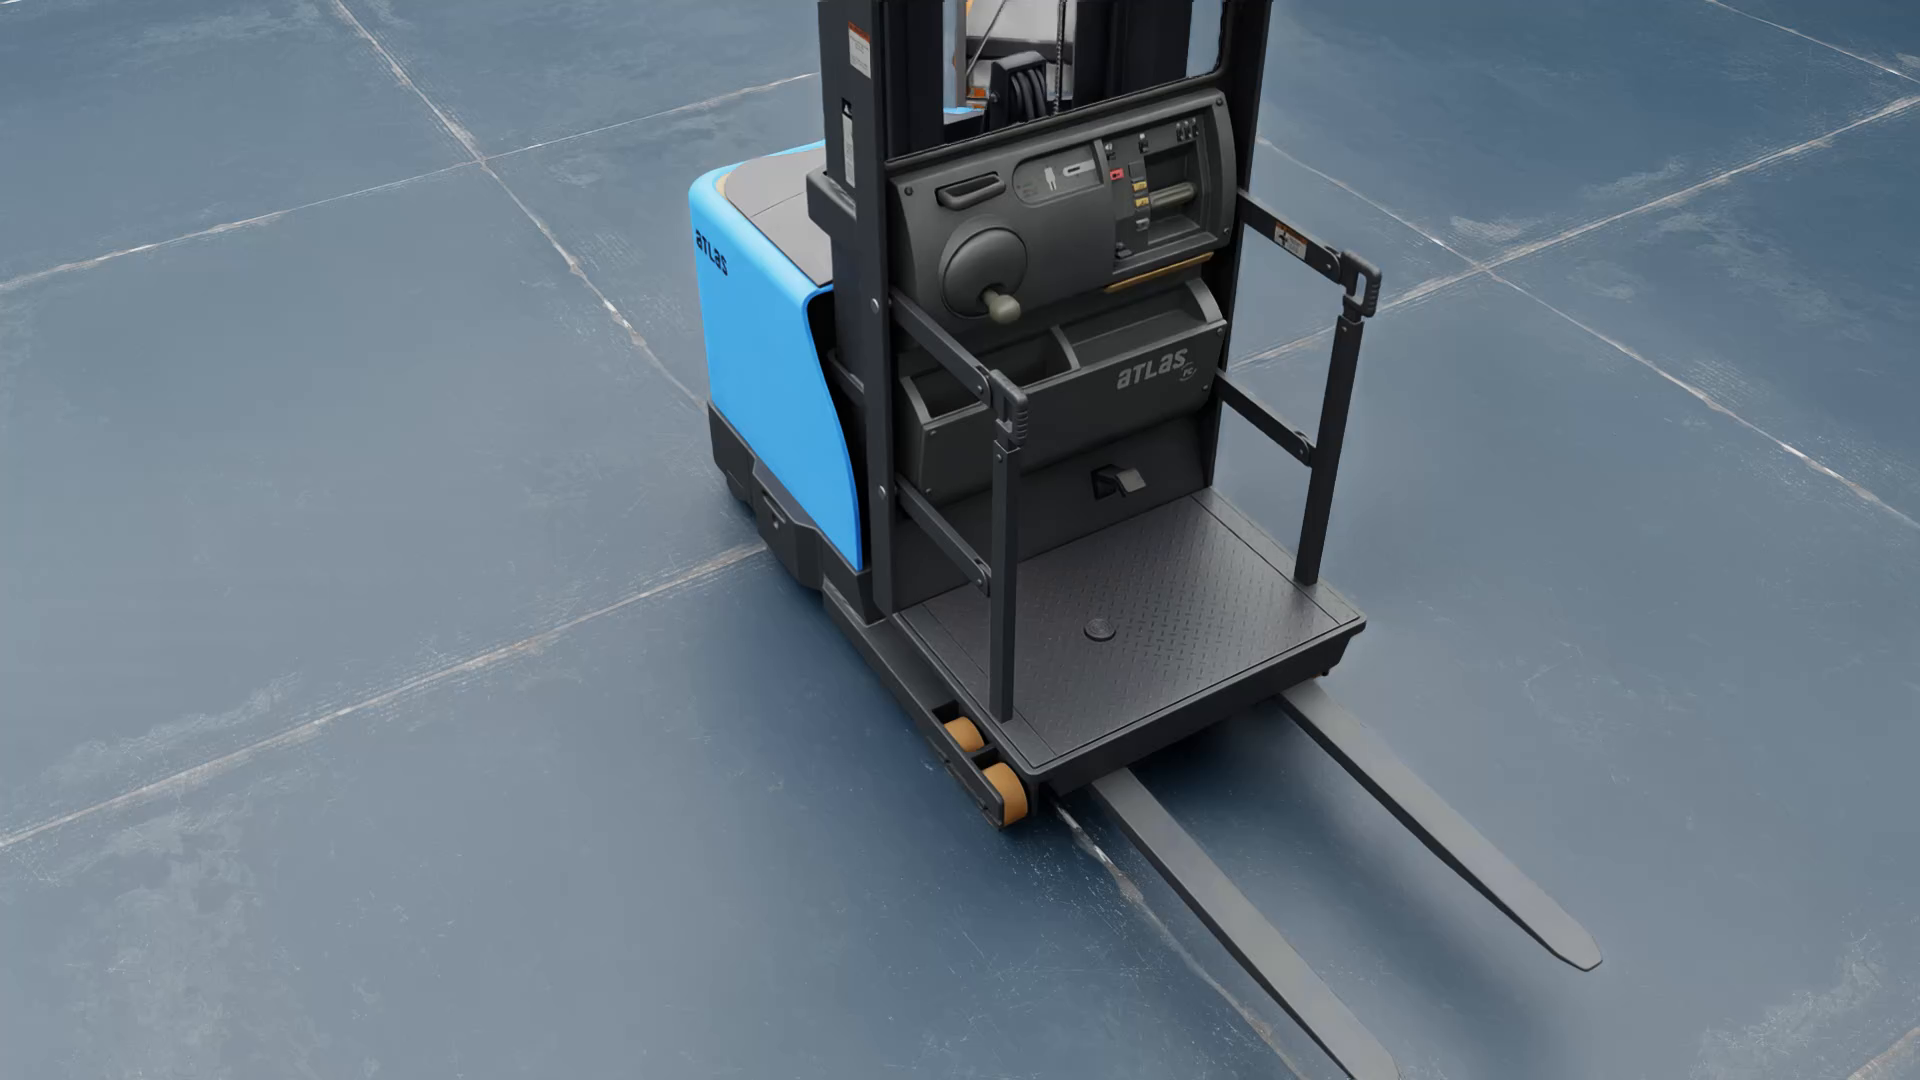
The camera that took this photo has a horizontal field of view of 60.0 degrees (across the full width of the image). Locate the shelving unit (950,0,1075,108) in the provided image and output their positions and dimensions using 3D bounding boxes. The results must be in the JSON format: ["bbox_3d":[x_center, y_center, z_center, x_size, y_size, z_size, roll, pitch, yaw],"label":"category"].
[{"bbox_3d":[0.215,-1.536,5.453,0.431,2.100,0.503,5,40,6],"label":"shelving unit"}]

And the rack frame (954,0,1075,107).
[{"bbox_3d":[0.180,-1.381,5.267,0.400,2.100,0.015,5,40,6],"label":"rack frame"}]

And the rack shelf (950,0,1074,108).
[{"bbox_3d":[0.215,-1.525,5.462,0.431,0.518,0.480,5,40,6],"label":"rack shelf"}]

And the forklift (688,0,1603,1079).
[{"bbox_3d":[0.386,-0.721,3.826,1.130,2.935,3.031,-21,44,-24],"label":"forklift"}]
